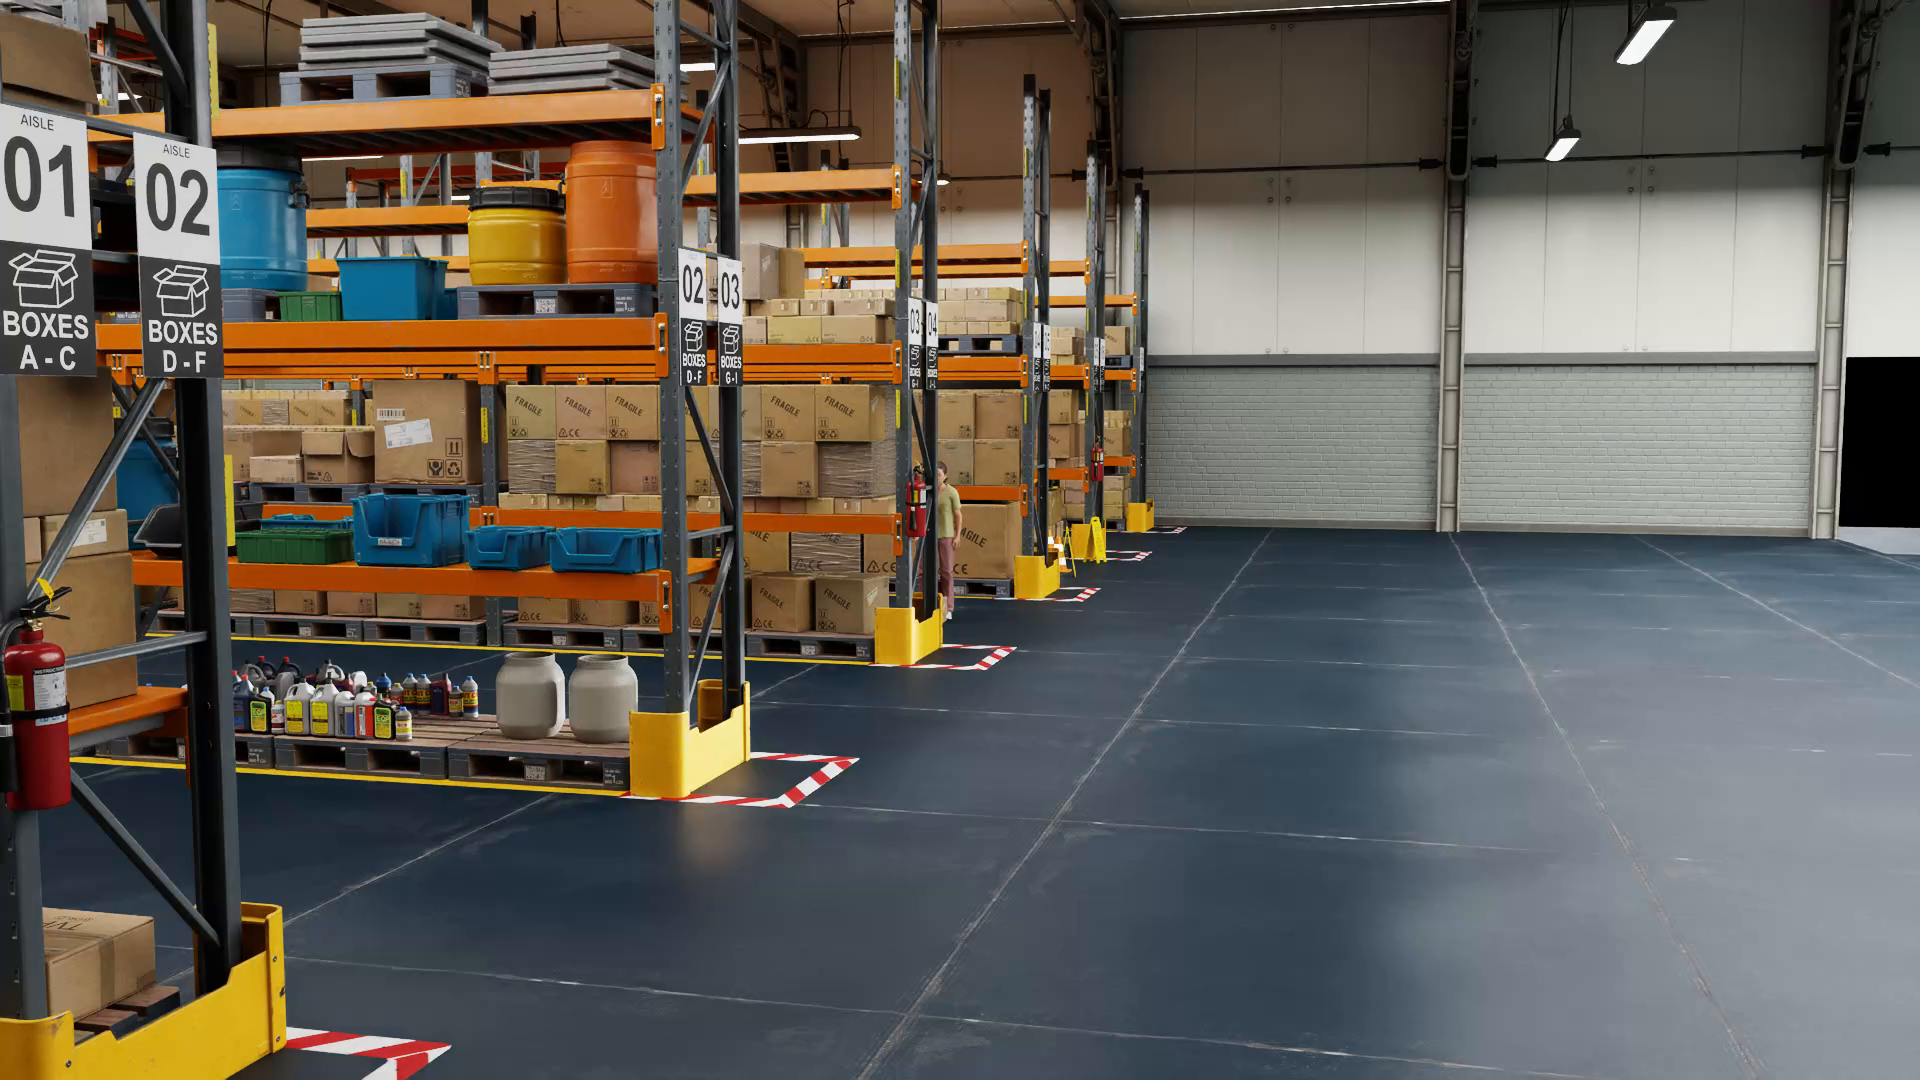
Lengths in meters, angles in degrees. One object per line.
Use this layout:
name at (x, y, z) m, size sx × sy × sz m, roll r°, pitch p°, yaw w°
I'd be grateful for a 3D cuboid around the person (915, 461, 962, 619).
person at (-0.238, -0.001, 17.569) m, size 0.497 × 1.672 × 0.365 m, roll 1°, pitch 5°, yaw 12°
